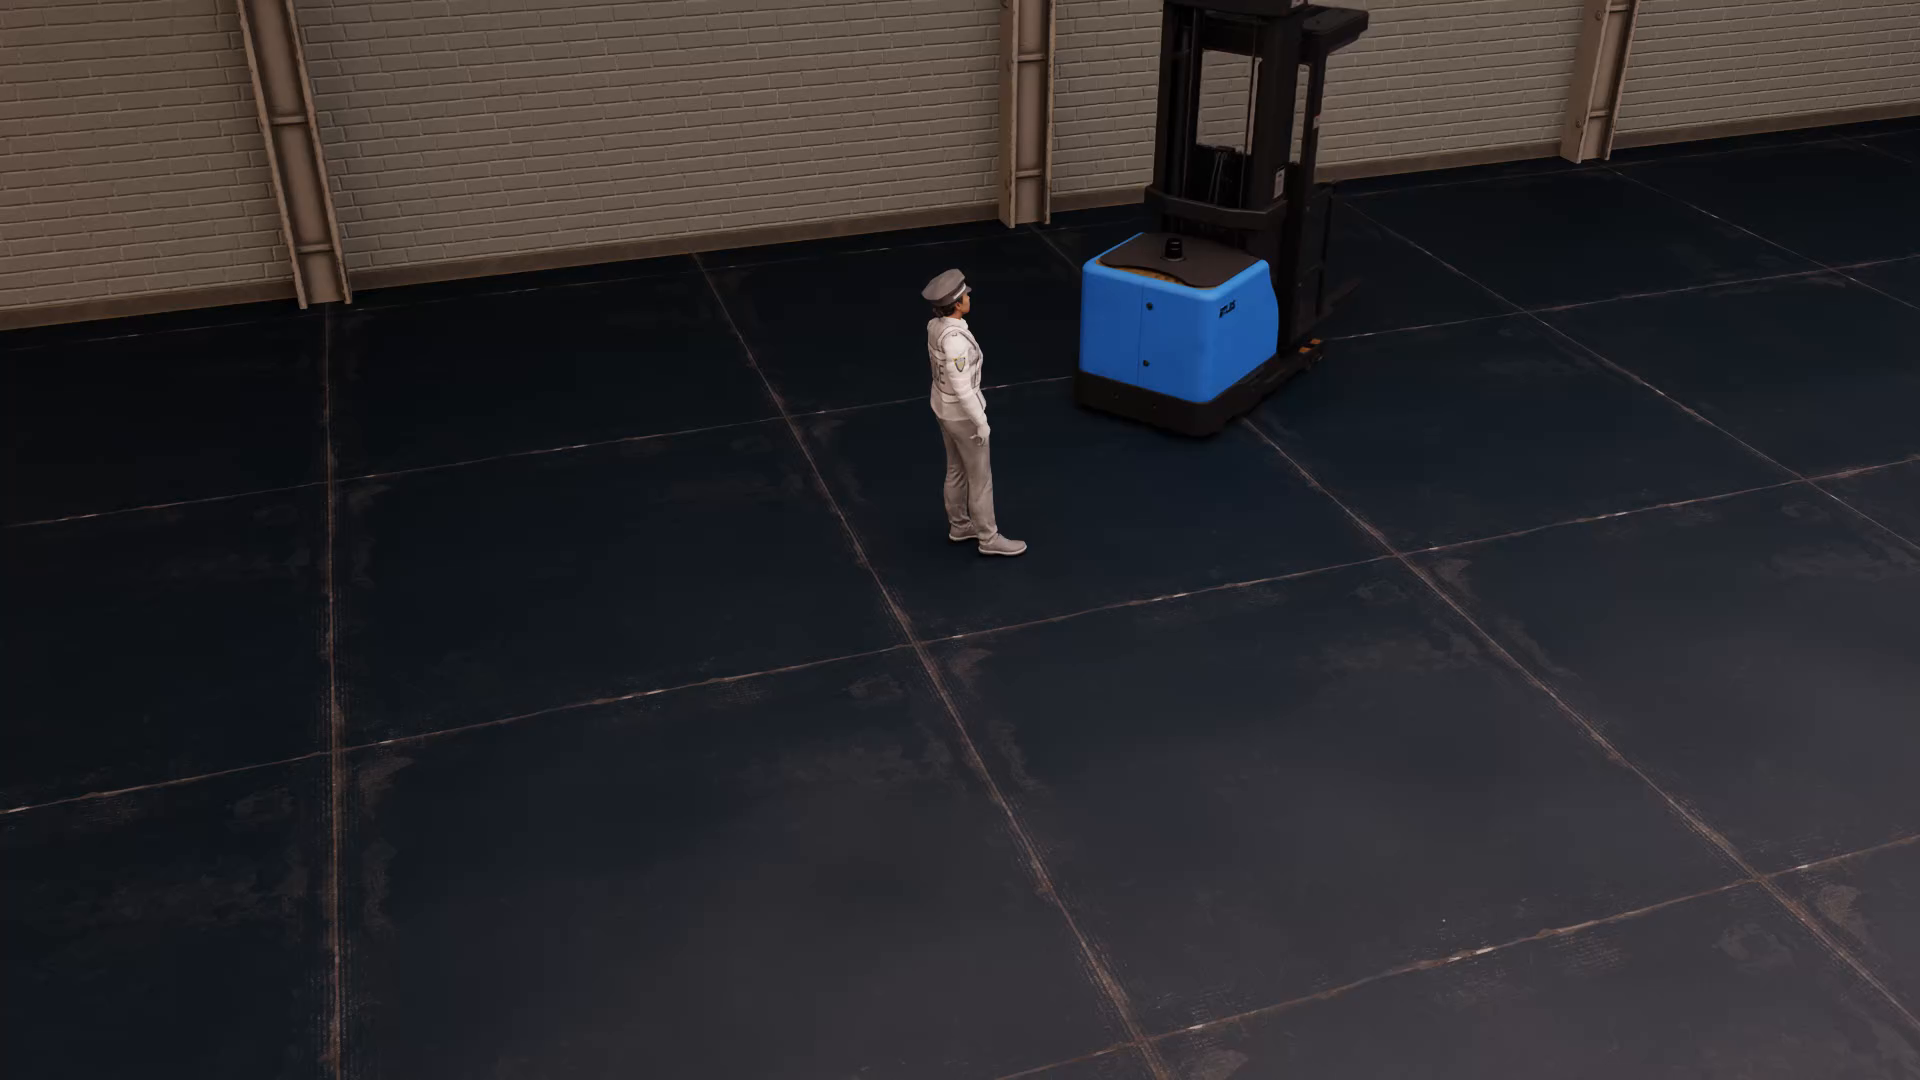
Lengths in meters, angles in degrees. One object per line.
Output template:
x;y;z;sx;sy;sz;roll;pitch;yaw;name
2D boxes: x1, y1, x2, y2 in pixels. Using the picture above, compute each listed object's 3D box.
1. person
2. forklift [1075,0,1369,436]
0.065;-0.748;9.613;0.533;1.696;0.588;-10;31;-16;person
2.069;-2.644;11.682;1.130;2.935;3.031;20;35;30;forklift
